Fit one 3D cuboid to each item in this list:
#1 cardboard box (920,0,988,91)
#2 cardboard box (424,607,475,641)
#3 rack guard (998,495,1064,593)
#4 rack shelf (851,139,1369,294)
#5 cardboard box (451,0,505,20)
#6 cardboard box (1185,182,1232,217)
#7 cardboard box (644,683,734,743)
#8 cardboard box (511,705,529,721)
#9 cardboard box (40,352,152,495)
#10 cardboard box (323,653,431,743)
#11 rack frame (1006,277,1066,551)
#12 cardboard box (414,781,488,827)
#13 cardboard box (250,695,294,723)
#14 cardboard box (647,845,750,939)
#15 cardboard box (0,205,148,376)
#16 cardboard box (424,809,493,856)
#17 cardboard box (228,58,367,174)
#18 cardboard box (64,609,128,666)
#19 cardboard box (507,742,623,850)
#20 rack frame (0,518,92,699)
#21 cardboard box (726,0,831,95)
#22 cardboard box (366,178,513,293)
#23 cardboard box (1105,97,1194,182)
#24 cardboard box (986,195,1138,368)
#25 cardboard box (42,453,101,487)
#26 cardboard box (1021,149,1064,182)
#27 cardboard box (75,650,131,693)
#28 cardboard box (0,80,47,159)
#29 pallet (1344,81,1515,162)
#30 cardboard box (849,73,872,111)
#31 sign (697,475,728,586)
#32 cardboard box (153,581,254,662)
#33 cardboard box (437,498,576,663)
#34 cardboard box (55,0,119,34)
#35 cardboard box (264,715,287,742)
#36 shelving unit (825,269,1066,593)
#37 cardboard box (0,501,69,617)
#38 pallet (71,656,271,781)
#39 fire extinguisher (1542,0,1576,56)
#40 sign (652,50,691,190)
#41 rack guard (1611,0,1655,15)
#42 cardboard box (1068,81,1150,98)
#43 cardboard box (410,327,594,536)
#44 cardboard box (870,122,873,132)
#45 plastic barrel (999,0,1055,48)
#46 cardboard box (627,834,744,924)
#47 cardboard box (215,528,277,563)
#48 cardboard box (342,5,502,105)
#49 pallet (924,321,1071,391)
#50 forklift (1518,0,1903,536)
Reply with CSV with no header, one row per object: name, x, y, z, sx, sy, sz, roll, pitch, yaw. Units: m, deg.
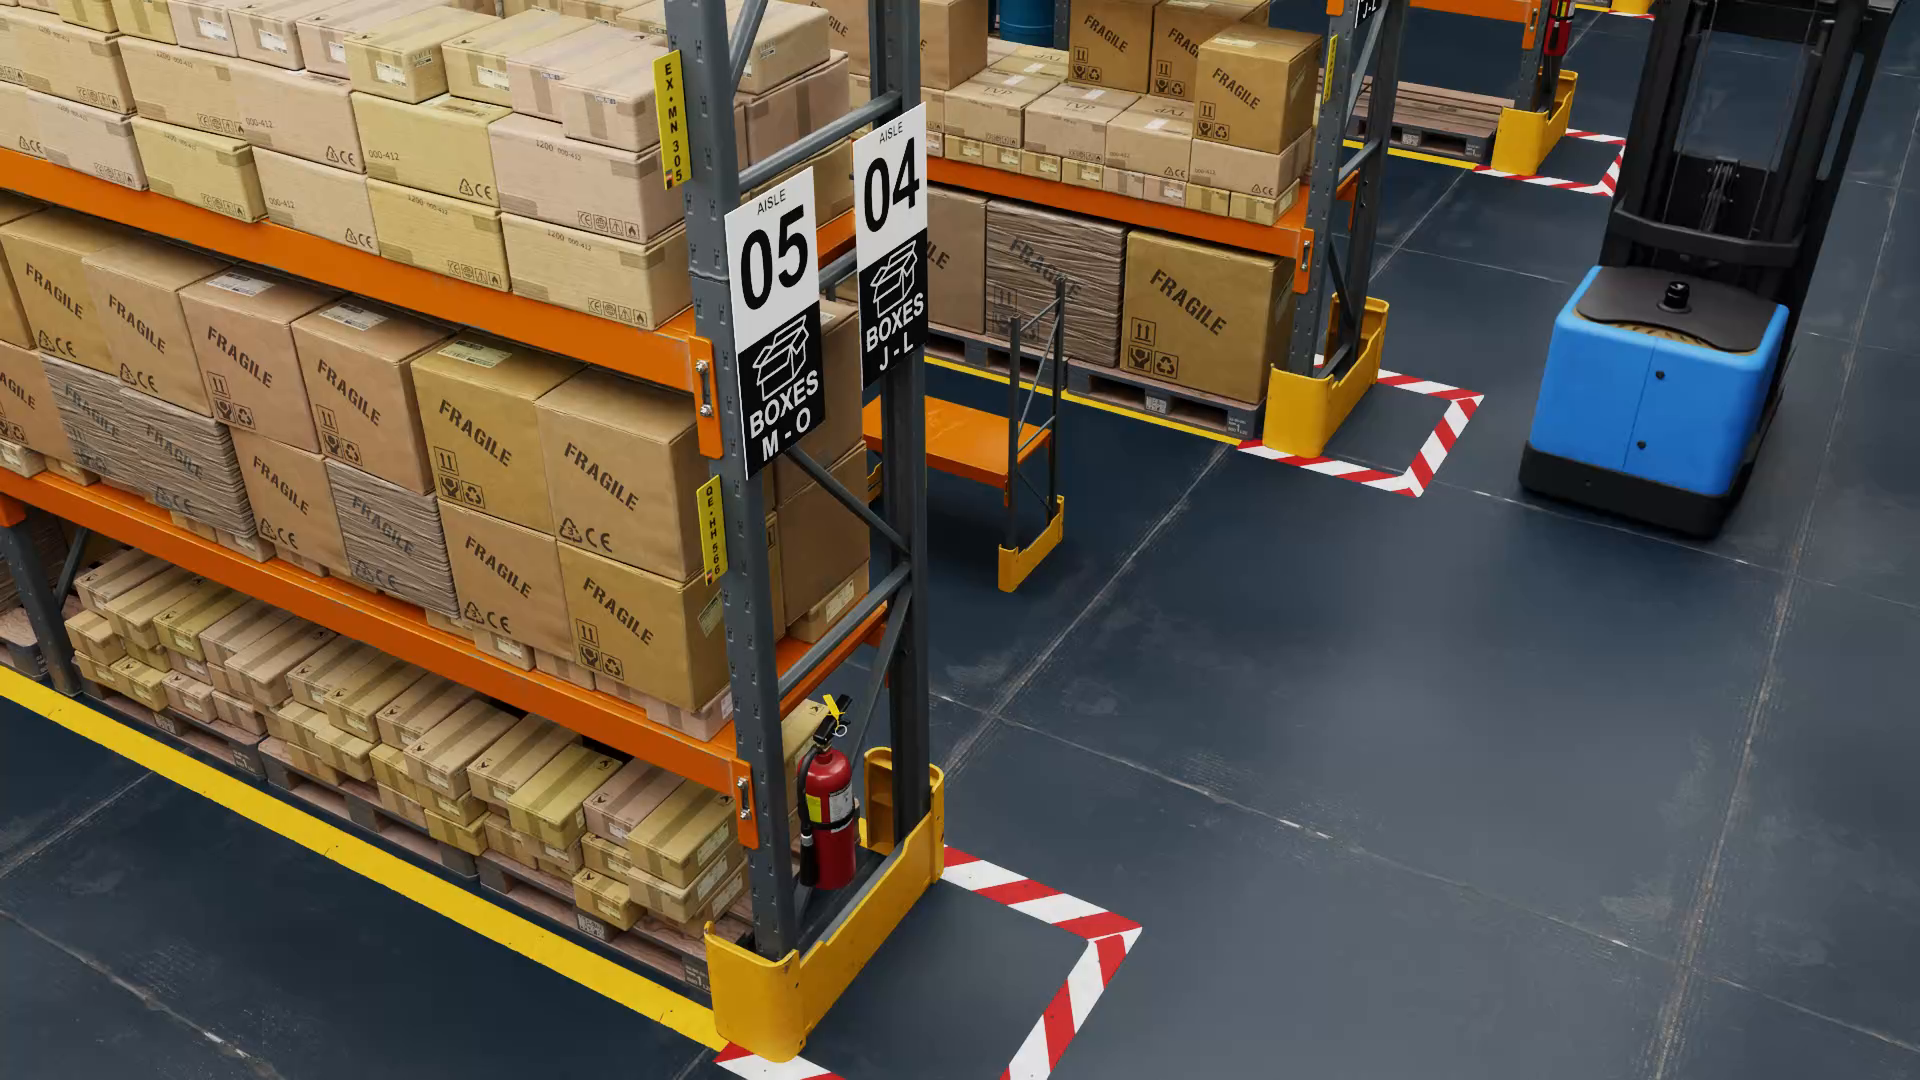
cardboard box,-0.171,-2.971,9.696,0.500,0.500,0.500,16,37,23
cardboard box,-1.706,0.184,5.994,0.250,0.149,0.380,16,37,22
rack guard,0.366,0.012,8.507,0.087,0.250,0.587,18,37,24
rack shelf,0.399,-2.283,10.121,4.000,0.370,1.077,18,37,24
cardboard box,-1.480,-1.708,5.227,0.250,0.149,0.380,19,38,26
cardboard box,1.436,-1.938,9.181,0.250,0.149,0.380,18,38,25
cardboard box,-0.837,0.478,5.553,0.250,0.149,0.380,18,38,24
cardboard box,-1.654,0.670,6.963,0.250,0.149,0.380,16,37,22
cardboard box,-3.148,-0.549,6.509,0.500,0.500,0.500,18,37,24
cardboard box,-2.346,0.627,6.758,0.250,0.149,0.380,18,38,25
rack frame,0.367,-0.508,8.160,0.032,1.500,0.500,18,37,24
cardboard box,-1.921,0.929,6.574,0.250,0.149,0.380,18,38,25
cardboard box,-2.777,0.607,7.057,0.250,0.149,0.380,19,38,27
cardboard box,-0.974,1.294,6.294,0.250,0.149,0.380,18,38,25
cardboard box,-3.158,-0.978,6.252,0.500,0.500,0.500,16,37,23
cardboard box,-1.907,1.056,6.651,0.250,0.149,0.380,16,37,22
cardboard box,-1.828,-1.354,5.055,0.500,0.250,0.500,18,38,25
cardboard box,-3.730,0.368,7.415,0.250,0.149,0.380,19,38,26
cardboard box,-1.476,0.960,6.258,0.250,0.149,0.380,17,37,23
rack frame,-3.886,-0.773,7.205,0.127,3.000,1.000,18,37,24
cardboard box,-0.582,-1.432,4.813,0.250,0.149,0.380,17,37,24
cardboard box,-1.386,-0.994,4.965,0.500,0.250,0.500,18,38,24
cardboard box,1.143,-2.239,9.273,0.500,0.250,0.500,17,37,24
cardboard box,0.750,-1.711,10.151,0.875,0.875,0.875,18,37,24
cardboard box,-3.542,-0.398,6.868,0.250,0.149,0.380,19,38,26
cardboard box,0.550,-2.219,9.602,0.250,0.149,0.380,18,38,25
cardboard box,-3.730,0.493,7.496,0.250,0.149,0.380,16,37,22
cardboard box,-3.176,-1.572,5.833,0.500,0.250,0.500,17,37,24
pallet,3.896,-3.501,13.817,1.213,0.211,1.003,18,37,24
cardboard box,-0.630,-2.799,10.114,0.500,0.250,0.500,17,37,24
sign,-0.706,-0.025,4.752,0.005,0.325,0.100,18,37,24
cardboard box,-3.236,0.335,7.197,0.250,0.149,0.380,17,37,24
cardboard box,-1.376,0.017,5.659,0.500,0.500,0.500,17,37,24
cardboard box,-2.637,-1.752,5.293,0.250,0.149,0.380,20,38,27
cardboard box,-2.761,0.713,7.167,0.250,0.149,0.380,16,37,22
shelving unit,-0.066,-0.645,8.366,1.083,1.500,0.587,18,37,24
cardboard box,-4.654,0.010,7.905,0.500,0.500,0.500,17,37,24
pallet,-3.286,0.555,7.726,1.213,0.211,1.003,18,37,24
fire extinguisher,4.498,-3.968,12.409,0.183,0.674,0.296,18,37,24
sign,-0.706,-1.029,4.084,0.005,0.325,0.100,18,37,24
rack guard,6.988,-5.779,16.977,0.348,0.500,1.175,18,37,24
cardboard box,0.964,-2.635,9.868,0.500,0.250,0.500,16,37,23
cardboard box,-1.374,-0.400,5.384,0.500,0.500,0.500,16,37,23
cardboard box,-0.337,-2.500,10.025,0.250,0.149,0.380,17,37,24
plastic barrel,0.656,-4.975,15.029,0.708,0.901,0.600,18,37,24
cardboard box,-1.013,1.207,6.156,0.250,0.149,0.380,17,37,23
cardboard box,-2.635,-0.095,6.413,0.250,0.149,0.380,19,38,26
cardboard box,-1.520,-1.389,4.748,0.250,0.149,0.380,18,38,25
pallet,0.347,-1.390,10.647,1.213,0.211,1.003,18,37,24
forklift,4.257,-2.027,9.150,1.130,2.935,3.031,19,38,26
